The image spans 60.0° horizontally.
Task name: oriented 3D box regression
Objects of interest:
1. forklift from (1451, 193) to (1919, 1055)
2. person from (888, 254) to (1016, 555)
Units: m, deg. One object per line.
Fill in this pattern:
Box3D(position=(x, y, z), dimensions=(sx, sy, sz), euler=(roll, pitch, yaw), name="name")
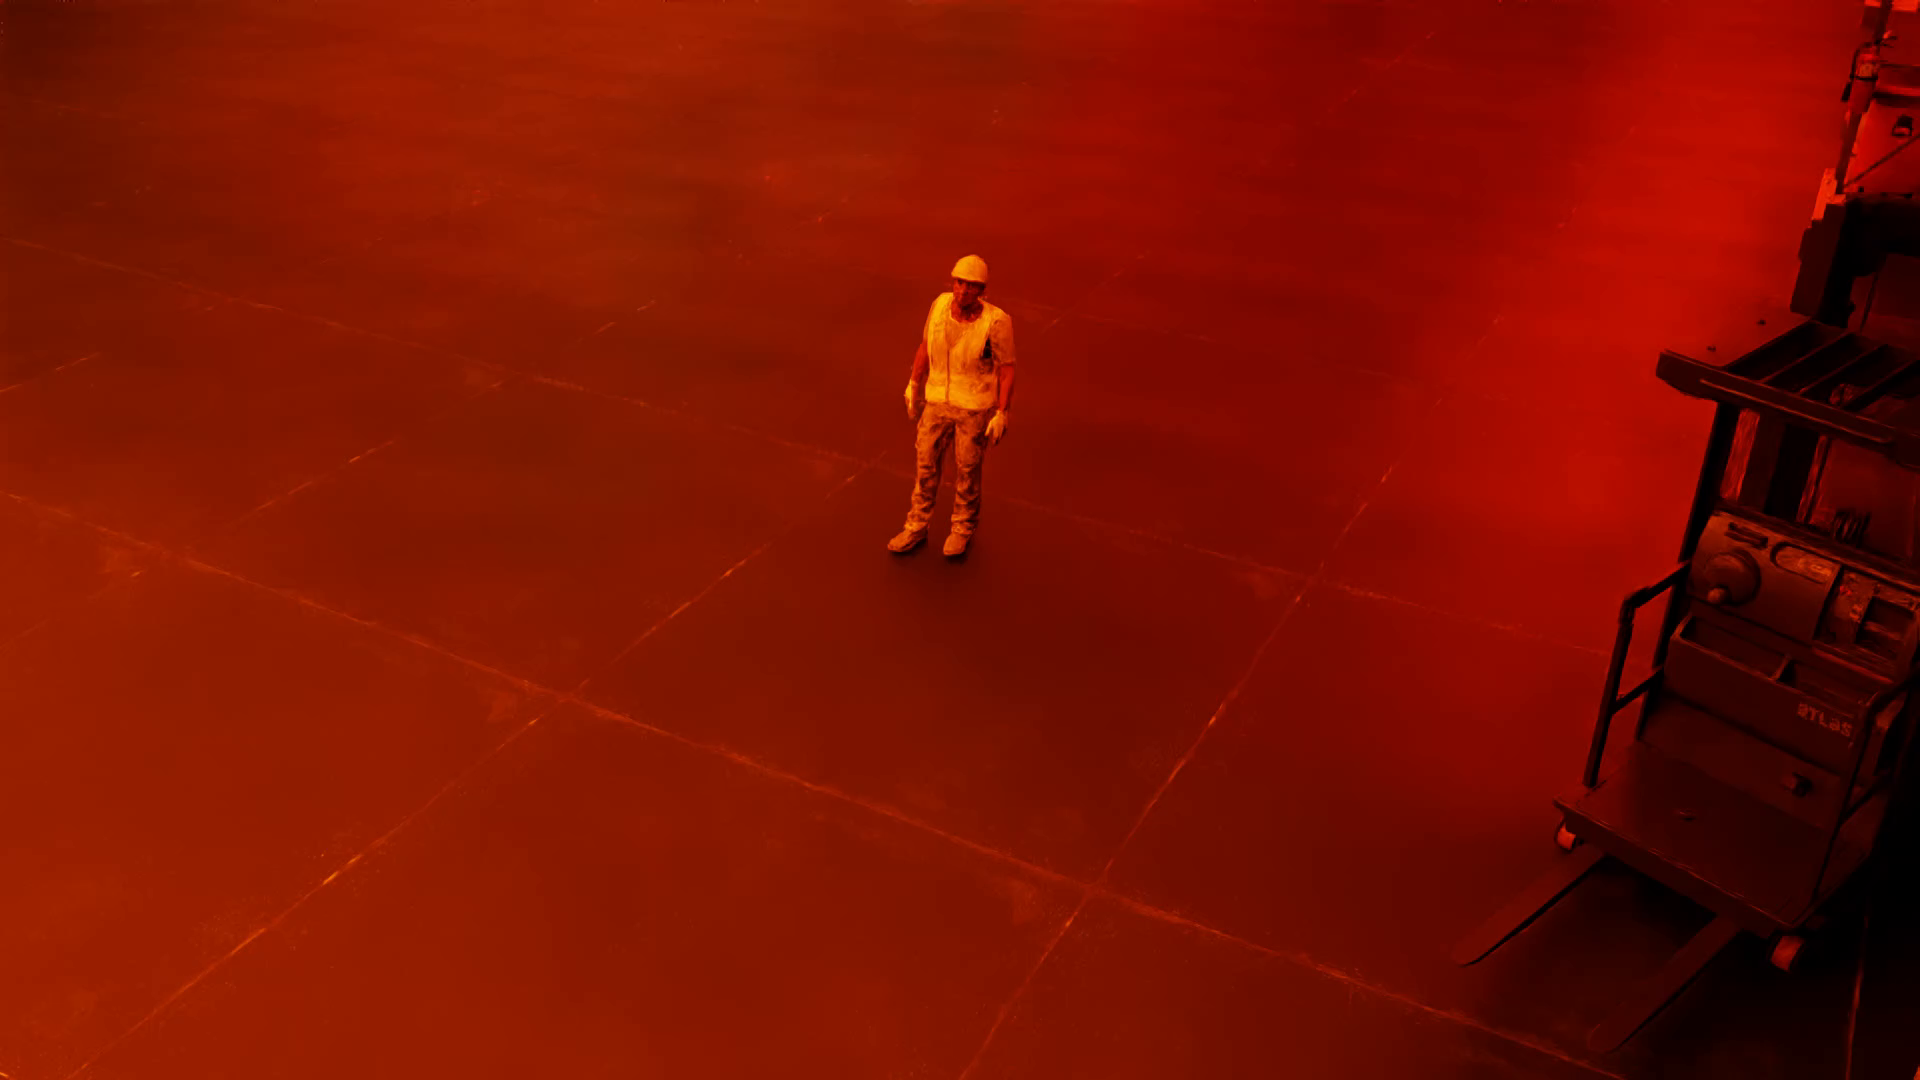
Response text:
Box3D(position=(3.323, 0.225, 6.680), dimensions=(3.031, 2.935, 1.130), euler=(-24, 37, -35), name="forklift")
Box3D(position=(-0.042, -0.749, 9.502), dimensions=(0.655, 1.782, 0.576), euler=(15, 33, 25), name="person")
